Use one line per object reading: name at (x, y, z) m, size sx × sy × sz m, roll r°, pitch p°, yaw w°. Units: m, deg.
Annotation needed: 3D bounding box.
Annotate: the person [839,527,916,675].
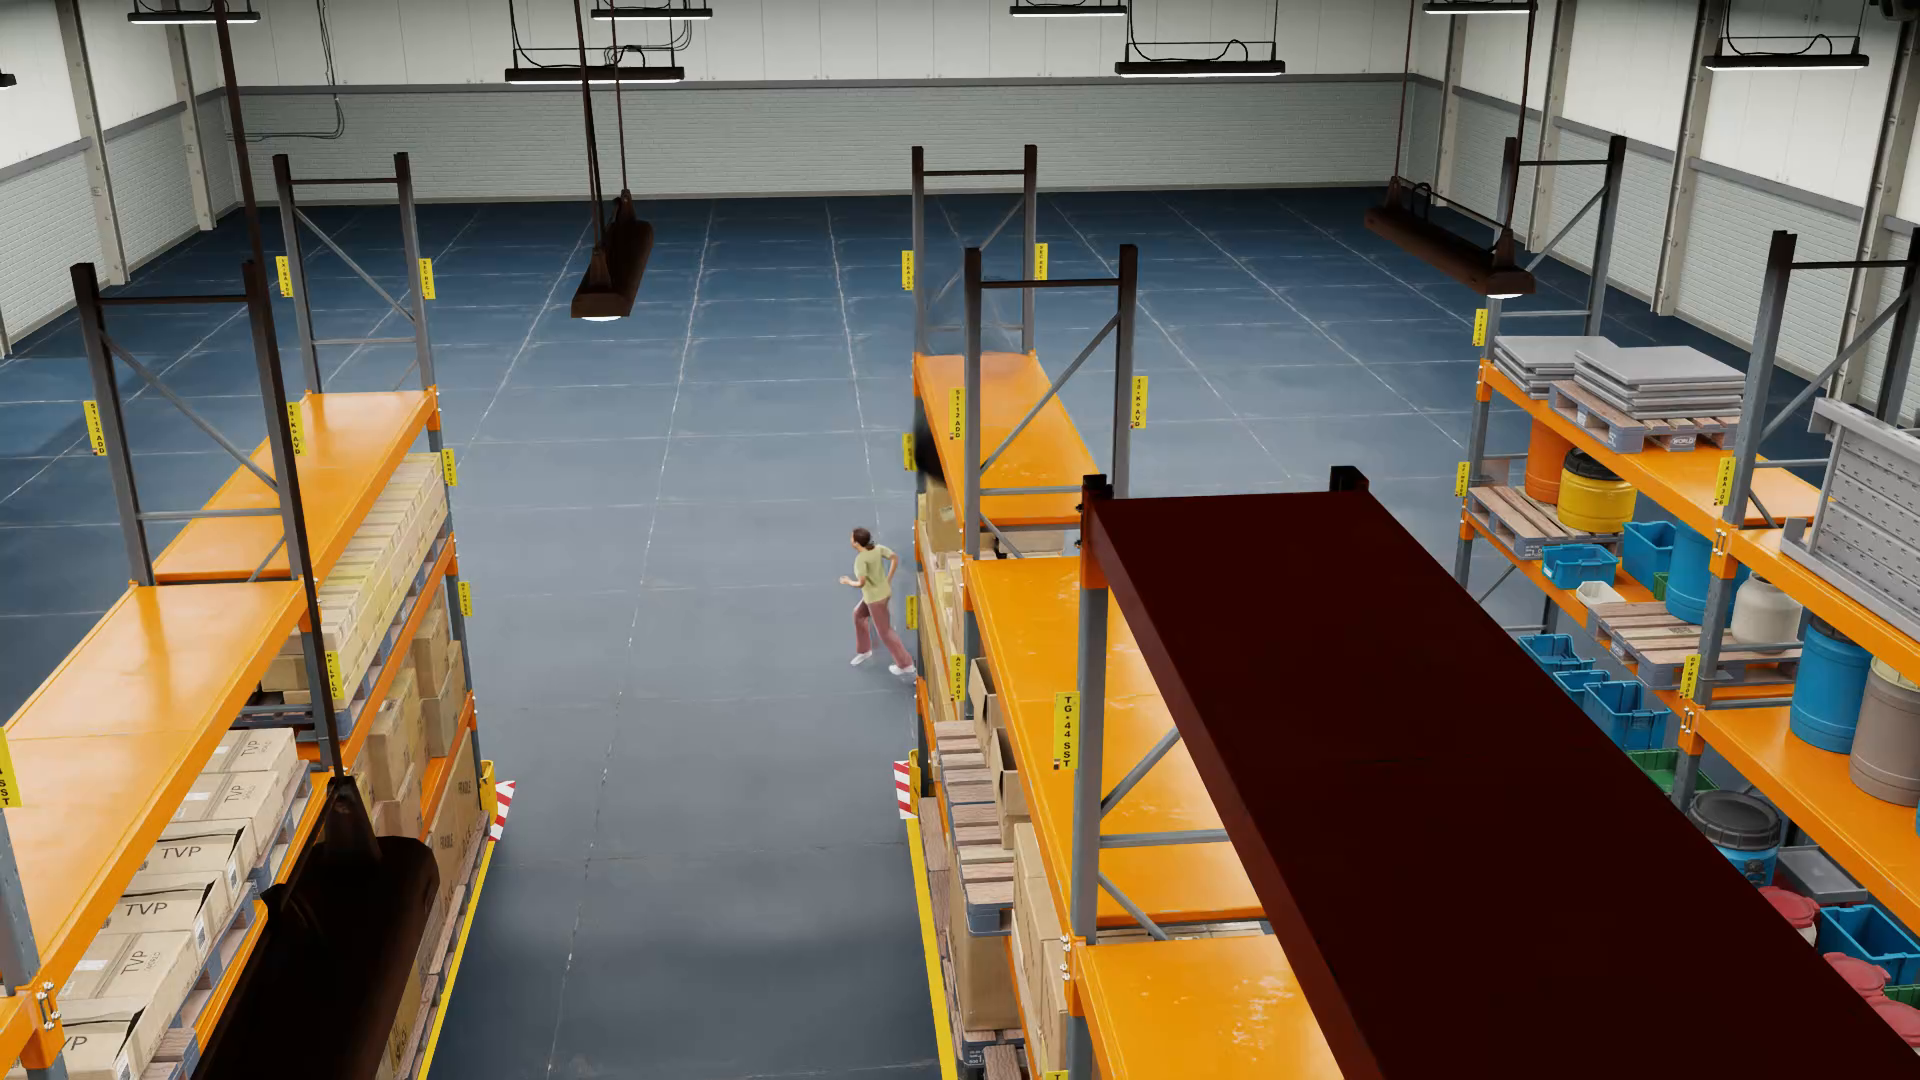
person at (-0.846, 0.675, 17.766) m, size 0.863 × 1.657 × 0.595 m, roll 10°, pitch 24°, yaw 23°
